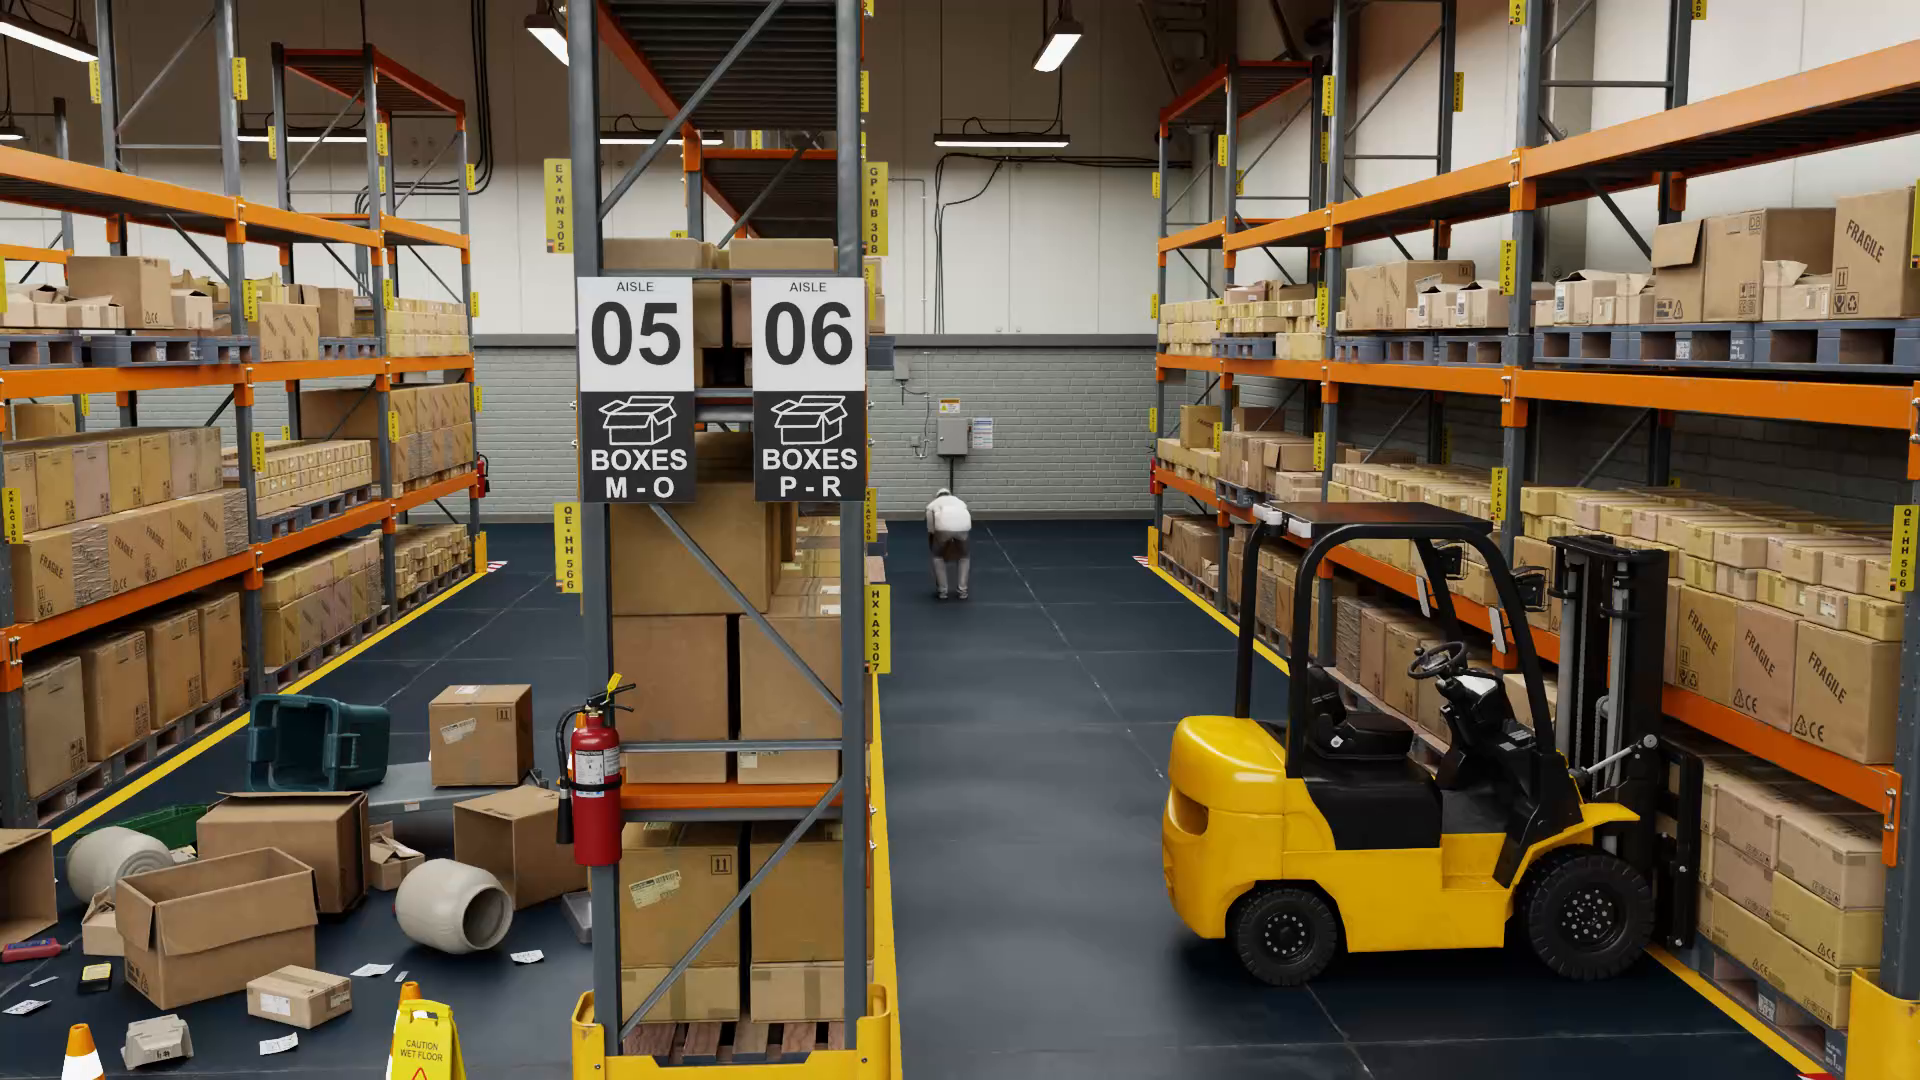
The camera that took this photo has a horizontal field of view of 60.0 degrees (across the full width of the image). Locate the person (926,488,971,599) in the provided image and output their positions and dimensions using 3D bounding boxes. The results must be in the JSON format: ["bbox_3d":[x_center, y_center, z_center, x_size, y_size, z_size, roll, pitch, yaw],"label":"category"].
[{"bbox_3d":[-0.141,0.038,19.564,0.500,1.232,0.945,-1,7,-8],"label":"person"}]
